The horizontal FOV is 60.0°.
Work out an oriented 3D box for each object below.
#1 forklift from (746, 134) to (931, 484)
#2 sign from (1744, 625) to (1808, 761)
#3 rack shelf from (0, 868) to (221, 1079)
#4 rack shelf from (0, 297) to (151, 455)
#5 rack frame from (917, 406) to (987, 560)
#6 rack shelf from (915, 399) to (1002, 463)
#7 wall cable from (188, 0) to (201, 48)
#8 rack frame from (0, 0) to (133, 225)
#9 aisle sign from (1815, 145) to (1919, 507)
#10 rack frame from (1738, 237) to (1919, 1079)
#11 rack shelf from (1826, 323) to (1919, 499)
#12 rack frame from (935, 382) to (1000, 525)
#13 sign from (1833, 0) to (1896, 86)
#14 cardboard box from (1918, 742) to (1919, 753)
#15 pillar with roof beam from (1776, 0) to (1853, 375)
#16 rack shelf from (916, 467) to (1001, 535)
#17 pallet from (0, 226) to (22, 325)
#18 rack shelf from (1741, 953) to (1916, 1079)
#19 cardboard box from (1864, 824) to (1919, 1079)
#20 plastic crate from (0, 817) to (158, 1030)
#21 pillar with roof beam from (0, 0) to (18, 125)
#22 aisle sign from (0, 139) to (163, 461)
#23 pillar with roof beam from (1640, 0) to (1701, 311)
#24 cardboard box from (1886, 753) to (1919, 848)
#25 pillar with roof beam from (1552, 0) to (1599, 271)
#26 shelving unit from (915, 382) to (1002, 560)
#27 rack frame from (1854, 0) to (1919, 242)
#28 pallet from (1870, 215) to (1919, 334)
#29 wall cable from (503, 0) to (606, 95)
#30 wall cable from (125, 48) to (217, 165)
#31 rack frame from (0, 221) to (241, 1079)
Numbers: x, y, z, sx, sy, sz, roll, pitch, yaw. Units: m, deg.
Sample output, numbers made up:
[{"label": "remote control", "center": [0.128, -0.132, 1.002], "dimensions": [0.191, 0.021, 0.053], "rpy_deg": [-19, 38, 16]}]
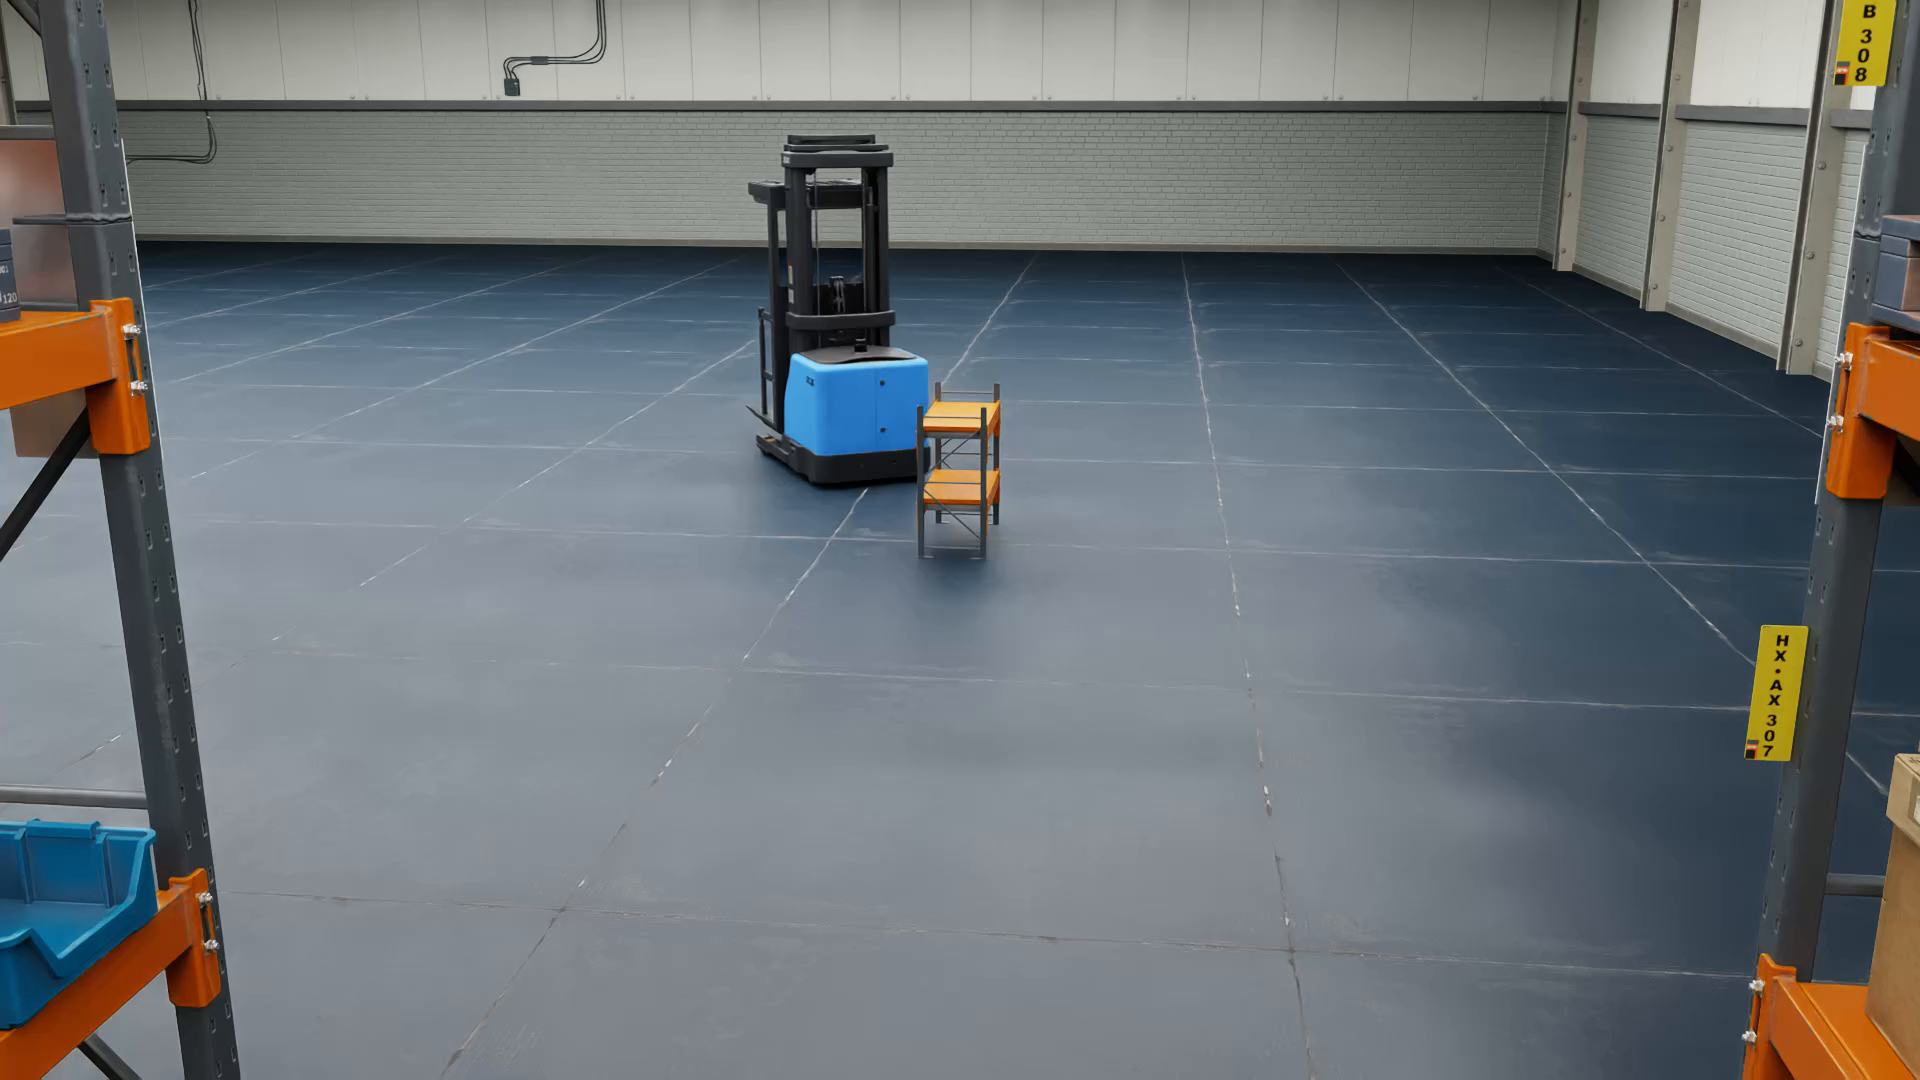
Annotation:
[{"label": "forklift", "center": [-1.281, -2.236, 15.317], "dimensions": [1.130, 2.935, 3.031], "rpy_deg": [-6, 16, -21]}, {"label": "sign", "center": [1.867, 0.352, 3.804], "dimensions": [0.100, 0.325, 0.005], "rpy_deg": [2, 15, 6]}, {"label": "rack shelf", "center": [-2.729, 1.545, 2.580], "dimensions": [1.077, 0.370, 4.000], "rpy_deg": [2, 15, 6]}, {"label": "rack shelf", "center": [-2.729, 0.097, 2.189], "dimensions": [1.077, 0.370, 4.000], "rpy_deg": [2, 15, 6]}, {"label": "rack frame", "center": [-0.058, -0.409, 12.021], "dimensions": [0.500, 1.125, 0.032], "rpy_deg": [2, 15, 6]}, {"label": "rack shelf", "center": [-0.001, -0.824, 12.432], "dimensions": [0.538, 0.278, 1.000], "rpy_deg": [2, 15, 6]}, {"label": "wall cable", "center": [-15.459, -12.011, 36.116], "dimensions": [3.097, 2.526, 0.112], "rpy_deg": [2, 15, 6]}, {"label": "rack frame", "center": [-2.504, -2.217, 3.622], "dimensions": [1.000, 3.000, 0.127], "rpy_deg": [2, 15, 6]}, {"label": "aisle sign", "center": [2.121, -0.455, 3.619], "dimensions": [0.394, 0.787, 0.004], "rpy_deg": [2, 15, 6]}, {"label": "rack frame", "center": [2.417, 0.826, 3.862], "dimensions": [1.000, 3.000, 0.127], "rpy_deg": [2, 15, 6]}, {"label": "rack shelf", "center": [2.192, 0.244, 1.646], "dimensions": [1.077, 0.370, 4.000], "rpy_deg": [2, 15, 6]}, {"label": "rack frame", "center": [0.057, -0.673, 12.996], "dimensions": [0.500, 1.125, 0.032], "rpy_deg": [2, 15, 6]}, {"label": "sign", "center": [1.867, -1.100, 3.412], "dimensions": [0.100, 0.325, 0.005], "rpy_deg": [2, 15, 6]}, {"label": "cardboard box", "center": [2.346, 0.286, 3.182], "dimensions": [0.700, 0.500, 0.500], "rpy_deg": [2, 15, 6]}, {"label": "pillar with roof beam", "center": [5.874, -6.514, 19.511], "dimensions": [9.100, 9.000, 0.400], "rpy_deg": [2, 15, 6]}, {"label": "rack shelf", "center": [-0.001, -0.305, 12.573], "dimensions": [0.538, 0.278, 1.000], "rpy_deg": [2, 15, 6]}, {"label": "pallet", "center": [-2.694, -0.466, 3.255], "dimensions": [1.003, 0.211, 1.213], "rpy_deg": [2, 15, 6]}, {"label": "rack shelf", "center": [2.192, 1.692, 2.037], "dimensions": [1.077, 0.370, 4.000], "rpy_deg": [2, 15, 6]}, {"label": "cardboard box", "center": [2.352, 0.898, 3.402], "dimensions": [0.700, 0.500, 0.500], "rpy_deg": [2, 15, 6]}, {"label": "plastic crate", "center": [-2.263, 0.889, 3.912], "dimensions": [0.499, 0.251, 0.616], "rpy_deg": [2, 15, 6]}, {"label": "pillar with roof beam", "center": [-15.516, -10.300, 33.514], "dimensions": [9.100, 9.000, 0.400], "rpy_deg": [2, 15, 6]}, {"label": "aisle sign", "center": [-2.201, -0.586, 4.102], "dimensions": [0.394, 0.787, 0.004], "rpy_deg": [2, 15, 6]}, {"label": "pillar with roof beam", "center": [6.551, -8.070, 25.266], "dimensions": [9.100, 9.000, 0.400], "rpy_deg": [2, 15, 6]}, {"label": "cardboard box", "center": [2.159, 0.560, 3.411], "dimensions": [0.380, 0.149, 0.250], "rpy_deg": [2, 15, 6]}, {"label": "pillar with roof beam", "center": [7.228, -9.626, 31.021], "dimensions": [9.100, 9.000, 0.400], "rpy_deg": [2, 15, 6]}, {"label": "shelving unit", "center": [-0.001, -0.541, 12.509], "dimensions": [0.538, 1.125, 1.048], "rpy_deg": [2, 15, 6]}, {"label": "rack frame", "center": [2.417, -2.070, 3.079], "dimensions": [1.000, 3.000, 0.127], "rpy_deg": [2, 15, 6]}, {"label": "pallet", "center": [2.312, -0.397, 2.806], "dimensions": [1.003, 0.211, 1.213], "rpy_deg": [2, 15, 6]}, {"label": "wall cable", "center": [-8.716, -12.510, 35.172], "dimensions": [2.305, 6.003, 0.169], "rpy_deg": [2, 15, 6]}, {"label": "wall cable", "center": [-18.147, -9.653, 37.070], "dimensions": [3.097, 2.526, 0.112], "rpy_deg": [2, 15, 6]}, {"label": "rack frame", "center": [-2.504, 0.679, 4.405], "dimensions": [1.000, 3.000, 0.127], "rpy_deg": [2, 15, 6]}]
